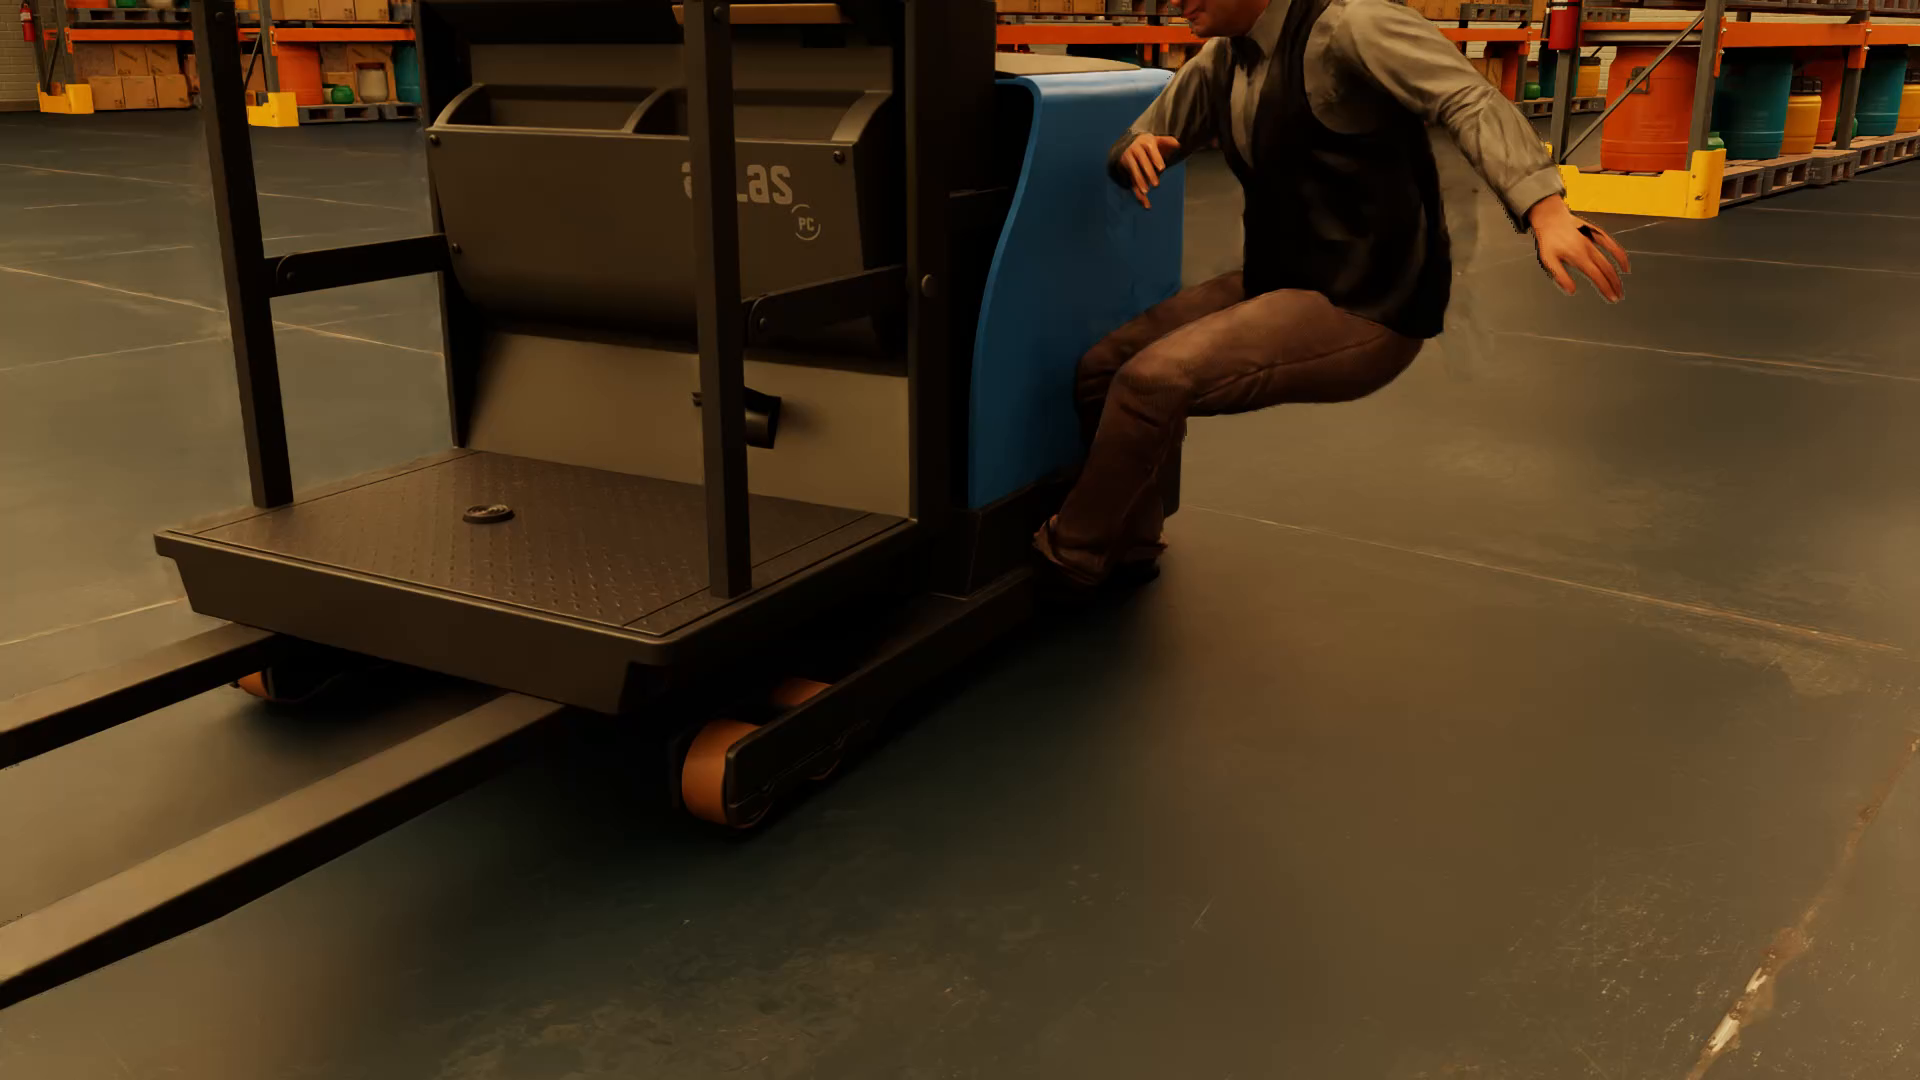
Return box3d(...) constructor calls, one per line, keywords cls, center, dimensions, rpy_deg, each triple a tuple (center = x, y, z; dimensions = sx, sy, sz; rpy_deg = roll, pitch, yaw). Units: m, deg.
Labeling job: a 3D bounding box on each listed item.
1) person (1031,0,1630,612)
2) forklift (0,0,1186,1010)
box3d(cls="person", center=(0.493, -0.434, 3.058), dimensions=(0.939, 1.443, 1.047), rpy_deg=(-6, 18, -18))
box3d(cls="forklift", center=(-0.639, -1.116, 2.574), dimensions=(1.130, 2.935, 3.031), rpy_deg=(9, 19, 28))
